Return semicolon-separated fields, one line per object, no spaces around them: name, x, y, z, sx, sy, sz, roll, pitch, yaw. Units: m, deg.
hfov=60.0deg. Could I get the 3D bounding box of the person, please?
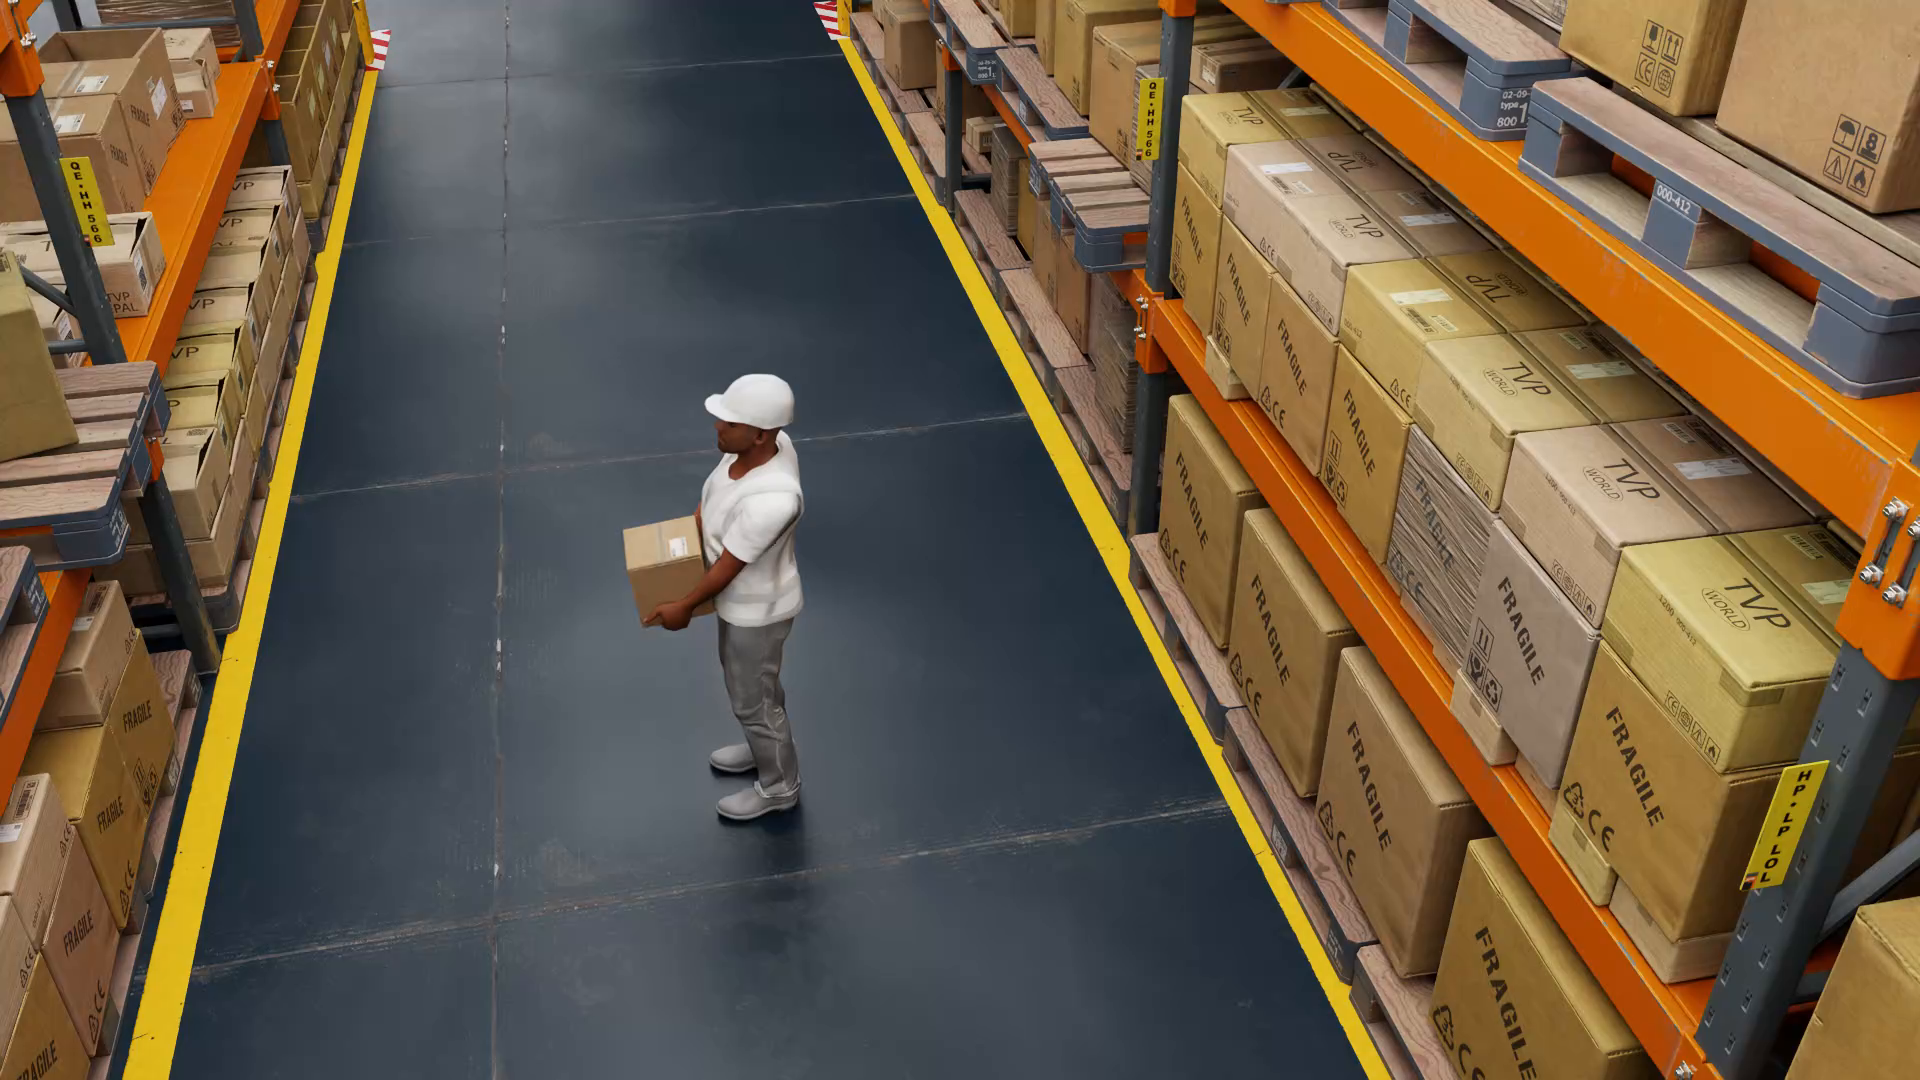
person;-0.814;0.217;5.805;0.577;1.763;0.505;-7;35;-11
